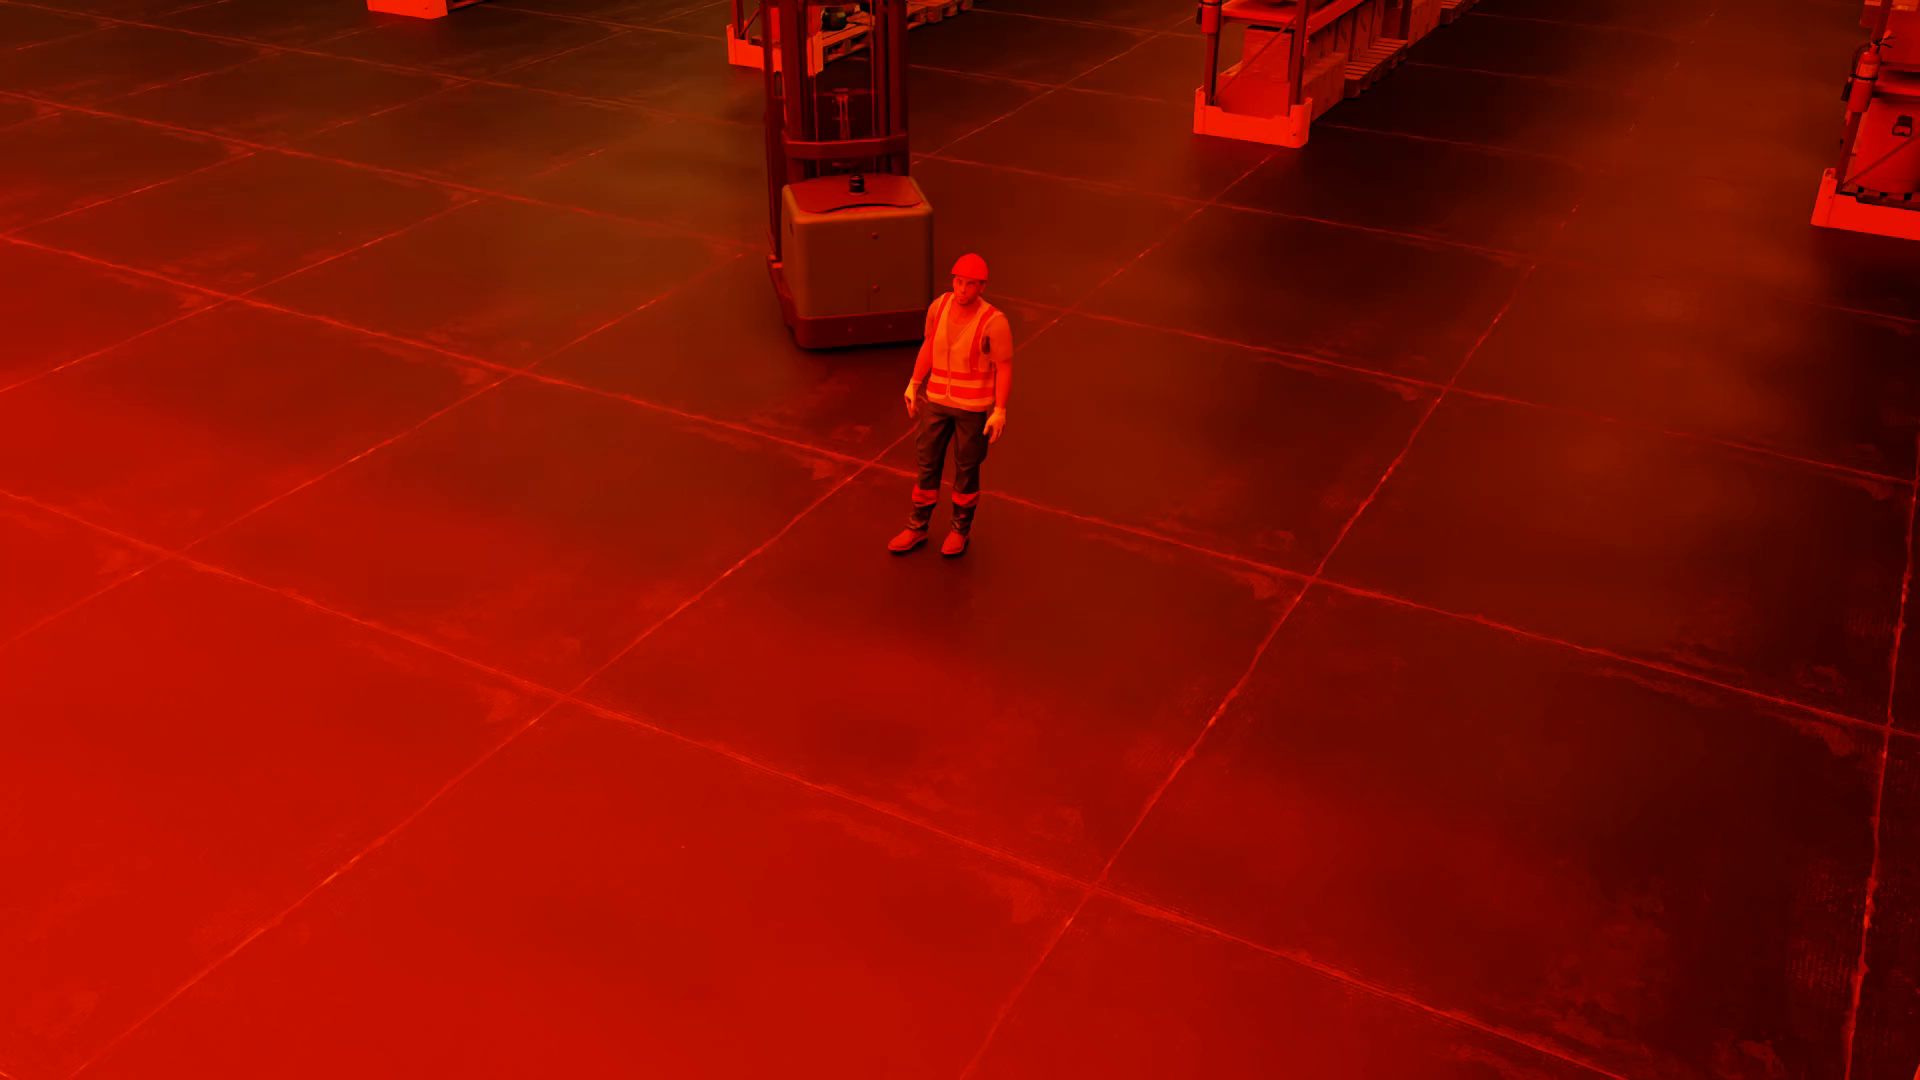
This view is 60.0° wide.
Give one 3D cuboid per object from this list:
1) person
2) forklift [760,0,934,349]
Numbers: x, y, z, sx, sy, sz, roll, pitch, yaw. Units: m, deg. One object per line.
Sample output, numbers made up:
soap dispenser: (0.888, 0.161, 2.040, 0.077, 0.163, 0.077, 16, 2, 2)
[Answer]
person: (-0.050, -0.749, 9.496, 0.637, 1.790, 0.562, 15, 33, 25)
forklift: (-0.993, -3.408, 12.975, 1.130, 2.935, 3.031, -6, 31, -11)
